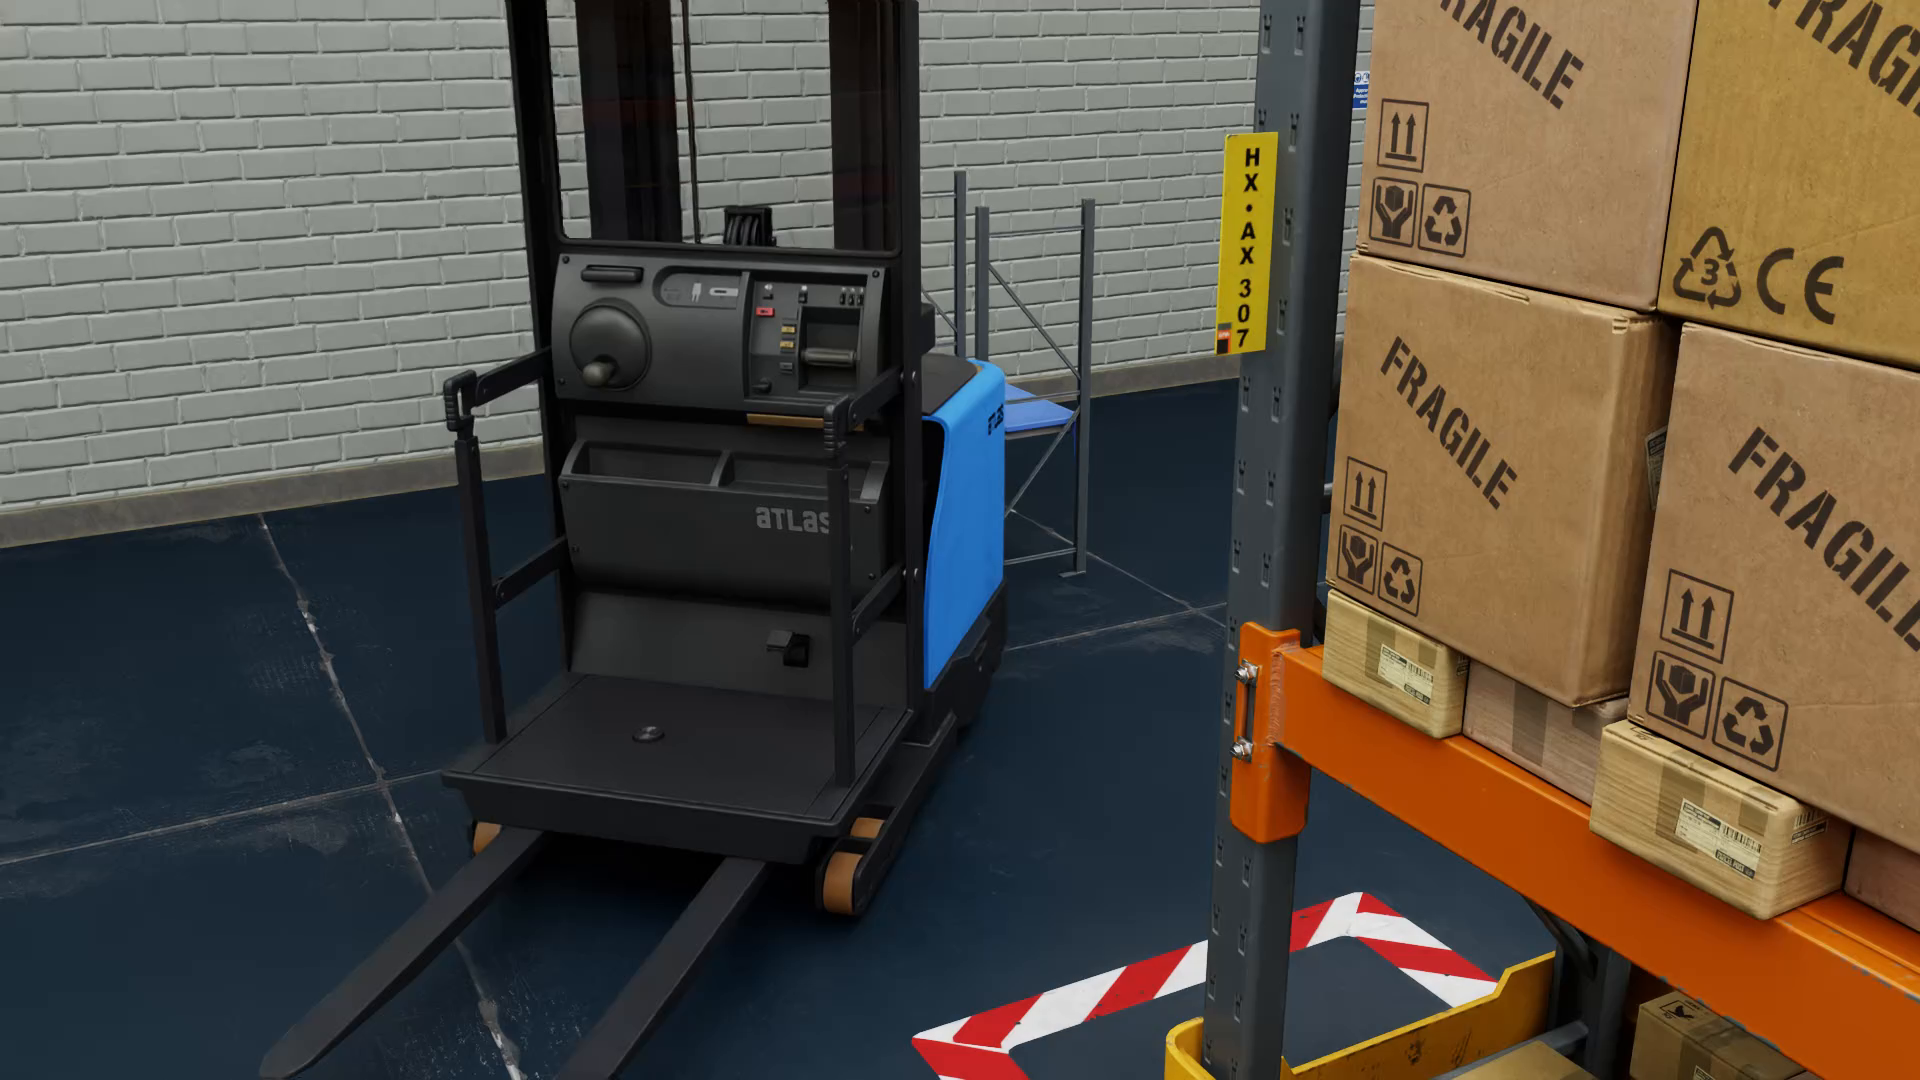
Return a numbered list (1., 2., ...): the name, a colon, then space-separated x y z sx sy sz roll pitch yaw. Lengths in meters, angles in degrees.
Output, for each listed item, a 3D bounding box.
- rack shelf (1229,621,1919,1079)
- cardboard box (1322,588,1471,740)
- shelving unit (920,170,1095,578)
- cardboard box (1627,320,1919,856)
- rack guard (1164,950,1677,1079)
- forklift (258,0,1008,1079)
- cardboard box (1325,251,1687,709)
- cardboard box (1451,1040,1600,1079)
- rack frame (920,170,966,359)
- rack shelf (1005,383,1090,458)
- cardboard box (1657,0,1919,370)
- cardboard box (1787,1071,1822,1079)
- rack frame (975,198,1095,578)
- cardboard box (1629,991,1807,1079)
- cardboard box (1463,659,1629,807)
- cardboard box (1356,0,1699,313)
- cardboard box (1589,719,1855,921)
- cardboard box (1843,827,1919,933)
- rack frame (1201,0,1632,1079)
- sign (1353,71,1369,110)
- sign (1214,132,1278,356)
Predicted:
1. rack shelf: 1.856 0.800 1.318 1.077 0.370 4.000 -10 21 -27
2. cardboard box: 0.772 0.148 2.489 0.380 0.149 0.250 -10 21 -27
3. shelving unit: 0.041 -0.684 6.816 0.538 1.500 1.048 -10 21 -27
4. cardboard box: 1.153 0.019 1.869 0.500 0.500 0.500 -10 21 -27
5. rack guard: 0.943 1.089 3.209 1.175 0.500 0.348 -10 21 -27
6. forklift: -0.703 -0.550 4.233 1.130 2.935 3.031 5 20 14
7. cardboard box: 0.877 -0.131 2.303 0.500 0.500 0.500 -9 21 -24
8. cardboard box: 0.856 0.956 2.576 0.380 0.149 0.250 -11 22 -29
9. rack frame: -0.201 -0.830 7.239 0.500 1.500 0.032 -10 21 -27
10. rack shelf: 0.041 -0.514 6.874 0.538 0.185 1.000 -10 21 -27
11. cardboard box: 1.131 -0.461 1.727 0.500 0.500 0.500 -9 21 -25
12. cardboard box: 1.450 0.947 2.603 0.380 0.149 0.250 -10 21 -26
13. rack frame: 0.282 -0.539 6.393 0.500 1.500 0.032 -10 21 -27
14. cardboard box: 1.381 0.866 2.838 0.380 0.149 0.250 -10 21 -26
15. cardboard box: 0.929 0.215 2.296 0.380 0.149 0.250 -9 21 -25
16. cardboard box: 0.886 -0.605 2.144 0.500 0.500 0.500 -10 21 -27
17. cardboard box: 1.010 0.300 2.048 0.380 0.149 0.250 -11 22 -28
18. cardboard box: 1.254 0.353 1.894 0.380 0.149 0.250 -9 21 -24
19. rack frame: 0.904 -0.114 2.863 0.949 2.616 0.053 -10 21 -27
20. sign: 2.445 -2.663 9.837 0.327 0.218 0.001 -10 21 -27
21. sign: 0.429 -0.440 2.480 0.100 0.325 0.005 -10 21 -27
